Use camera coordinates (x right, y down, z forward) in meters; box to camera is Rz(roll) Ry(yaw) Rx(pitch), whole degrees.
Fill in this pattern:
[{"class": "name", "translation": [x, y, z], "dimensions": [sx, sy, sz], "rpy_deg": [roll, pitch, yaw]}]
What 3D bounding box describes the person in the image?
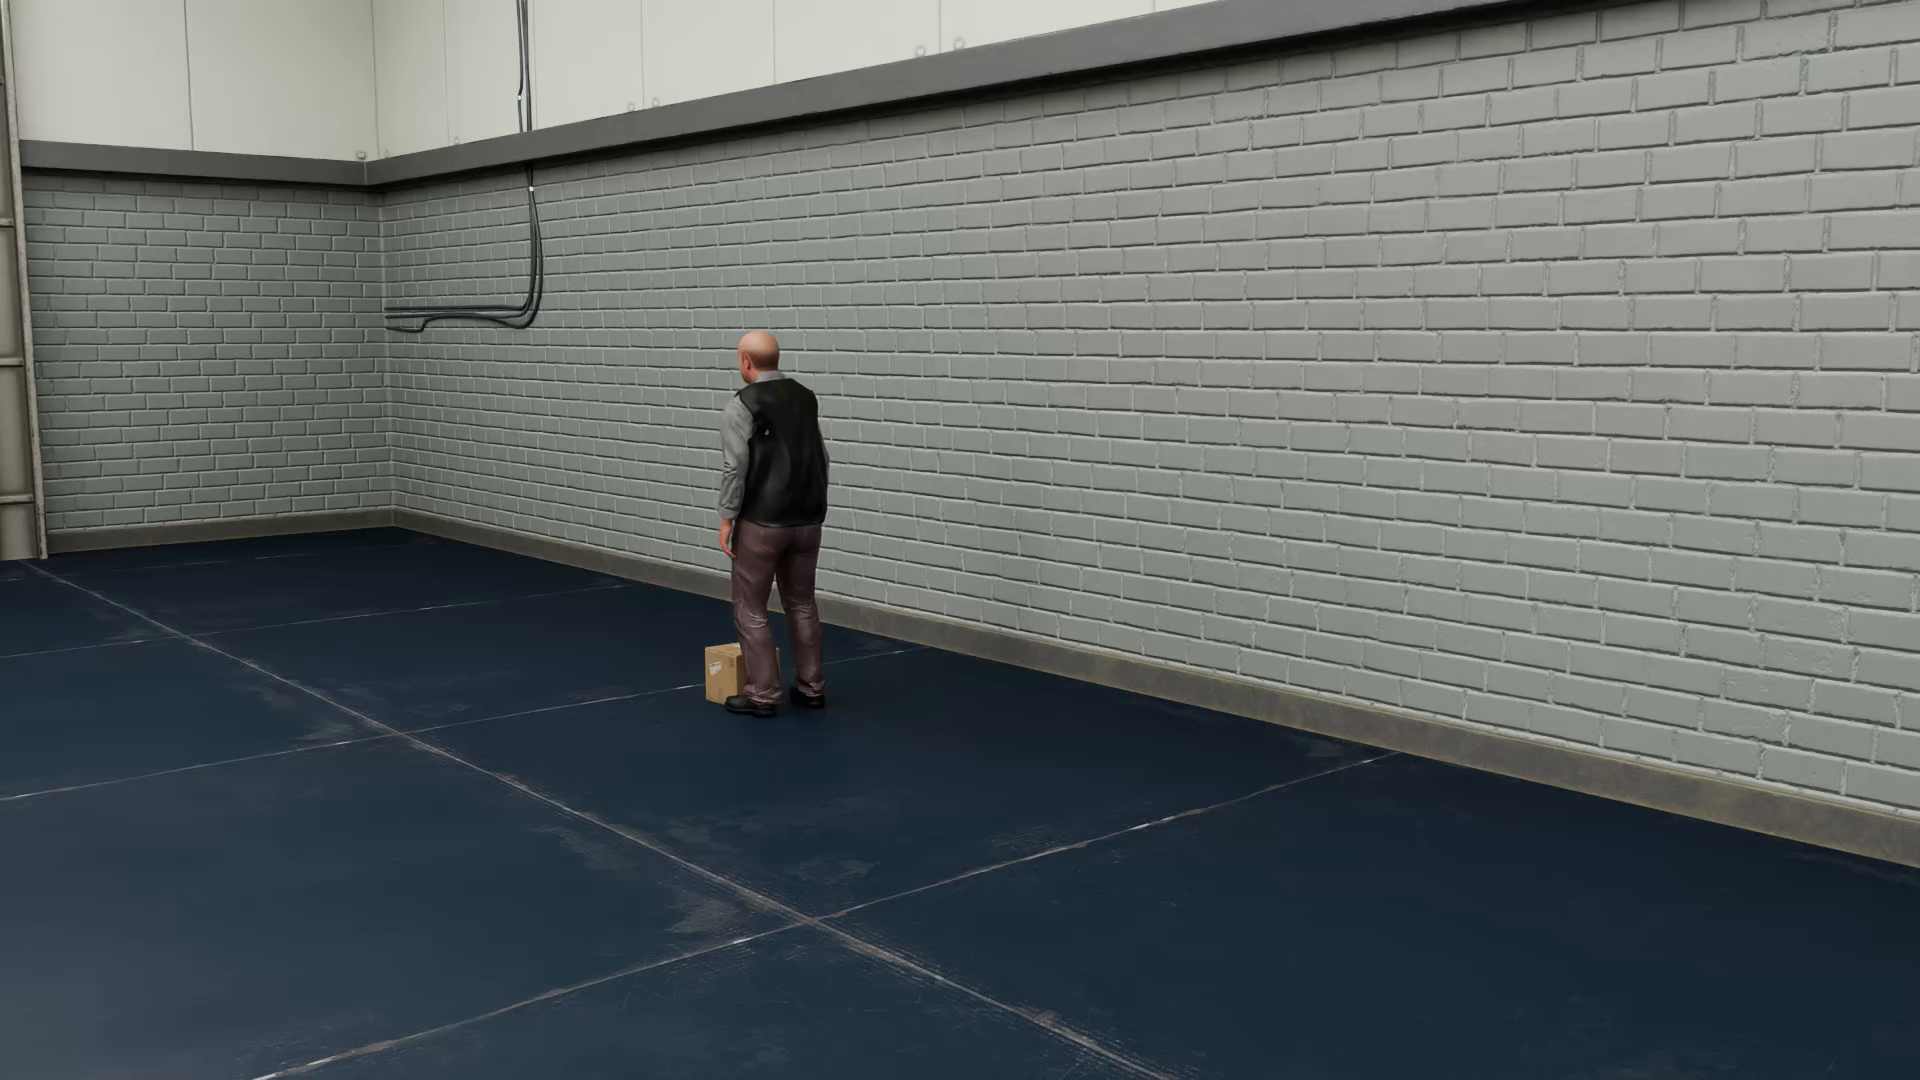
[{"class": "person", "translation": [-0.826, -0.025, 7.466], "dimensions": [0.586, 1.618, 0.423], "rpy_deg": [-7, 10, -43]}]
